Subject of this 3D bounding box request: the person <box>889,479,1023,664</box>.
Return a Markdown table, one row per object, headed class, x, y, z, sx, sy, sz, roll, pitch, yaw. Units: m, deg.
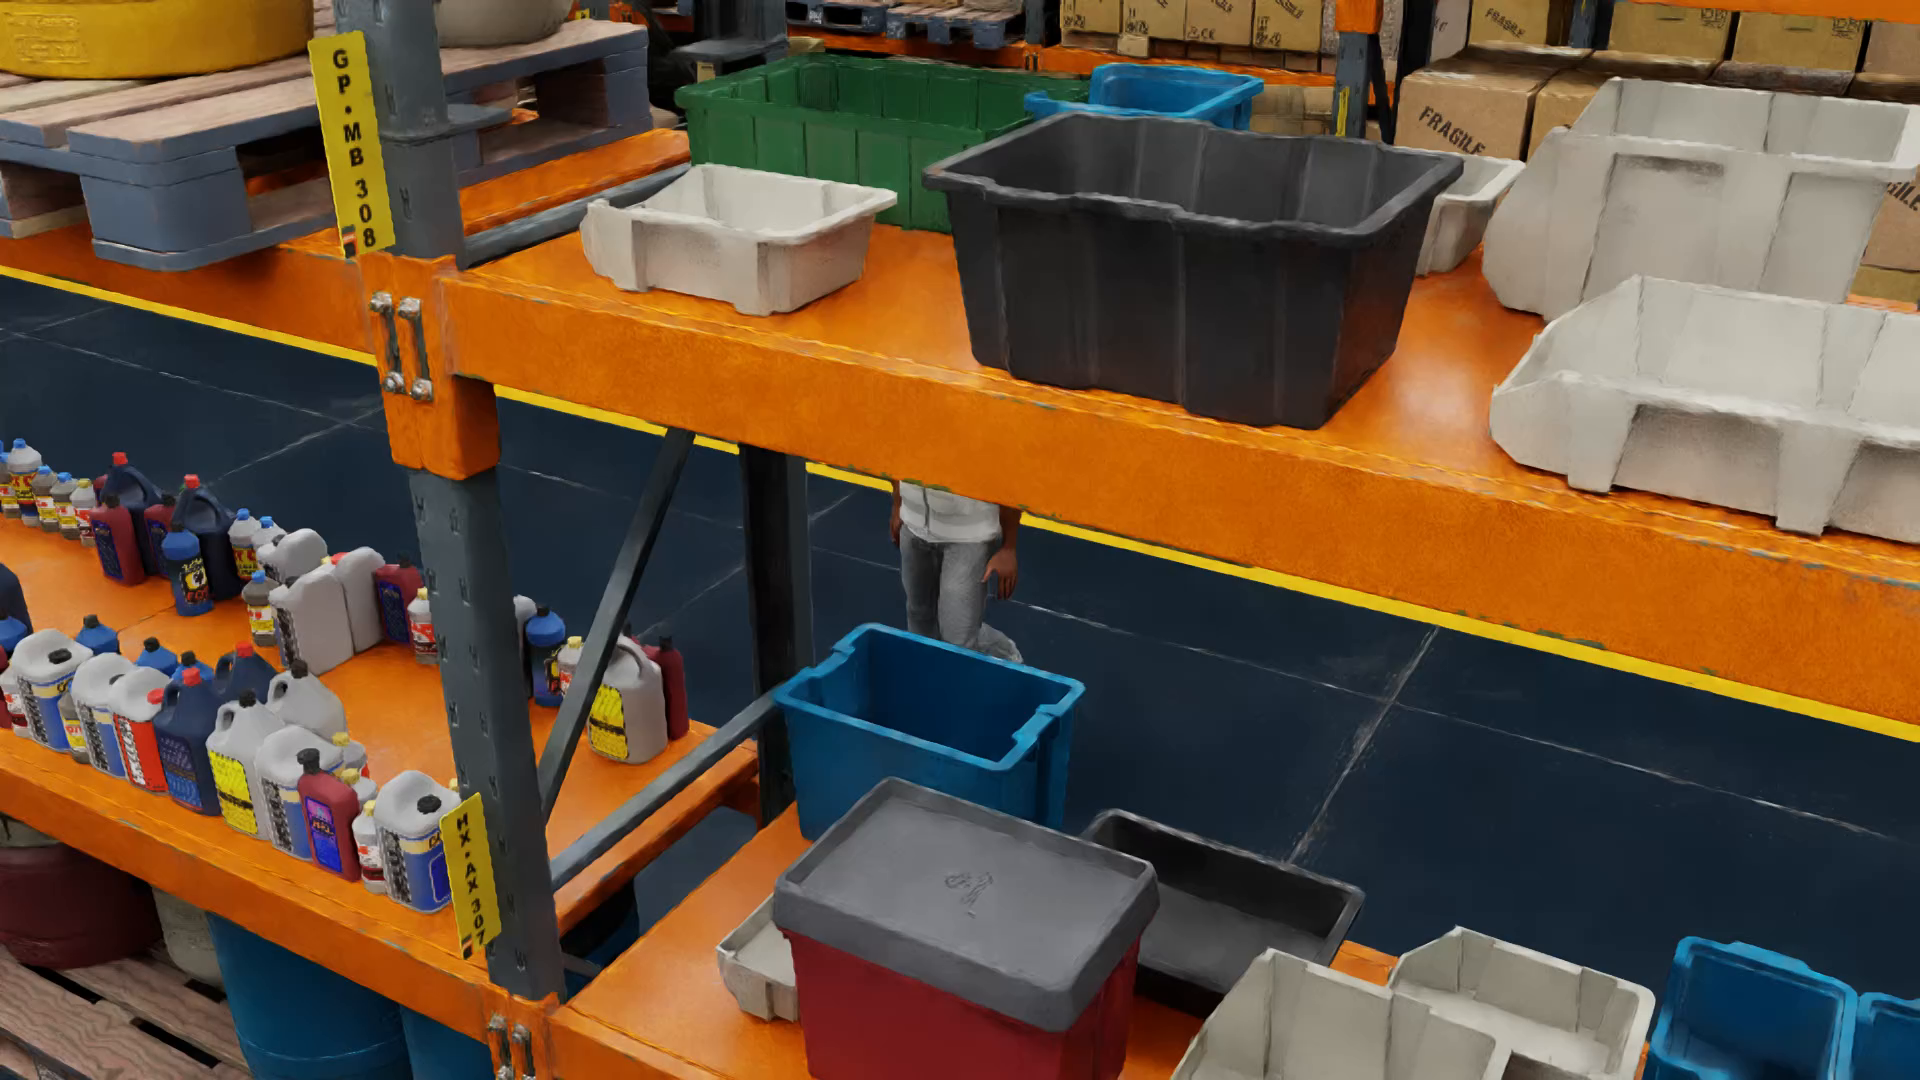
| class | x | y | z | sx | sy | sz | roll | pitch | yaw |
| --- | --- | --- | --- | --- | --- | --- | --- | --- | --- |
| person | 0.004 | -0.061 | 6.174 | 0.650 | 1.751 | 0.507 | 20 | 33 | 35 |
